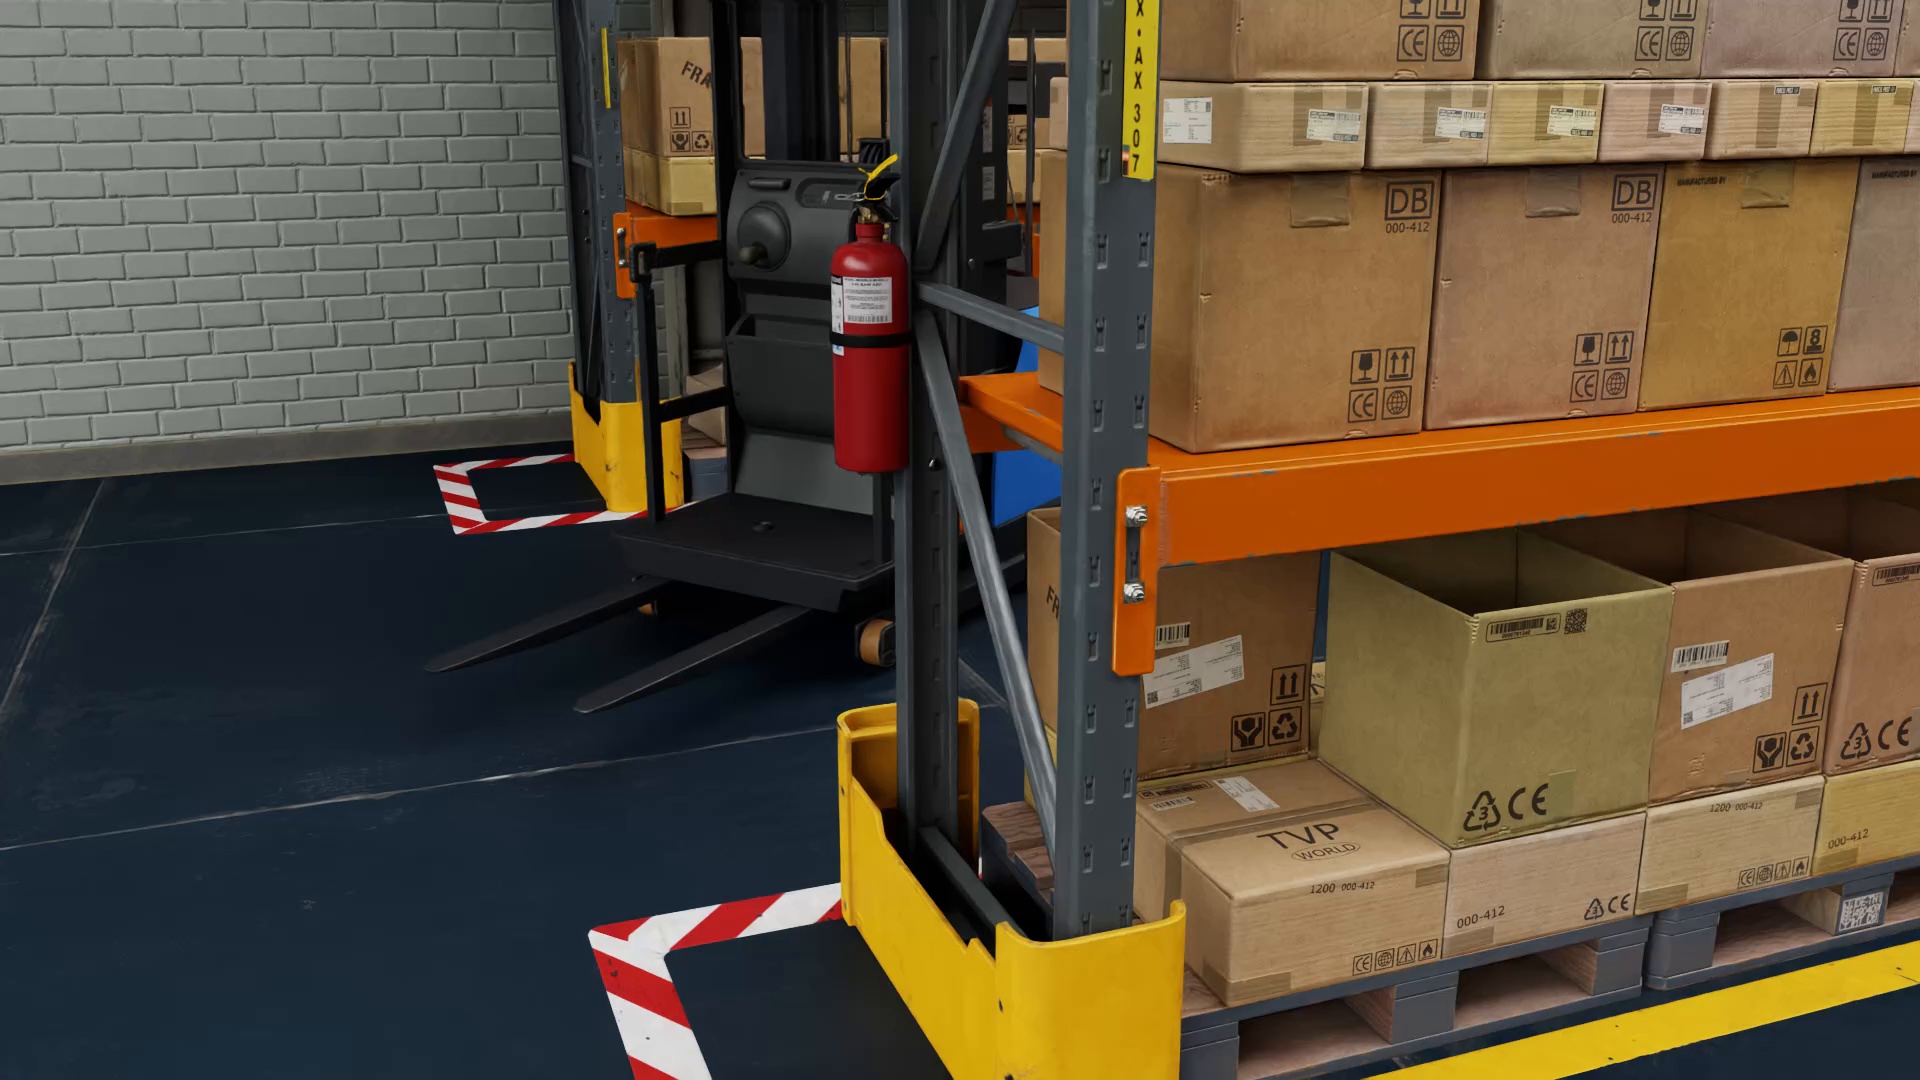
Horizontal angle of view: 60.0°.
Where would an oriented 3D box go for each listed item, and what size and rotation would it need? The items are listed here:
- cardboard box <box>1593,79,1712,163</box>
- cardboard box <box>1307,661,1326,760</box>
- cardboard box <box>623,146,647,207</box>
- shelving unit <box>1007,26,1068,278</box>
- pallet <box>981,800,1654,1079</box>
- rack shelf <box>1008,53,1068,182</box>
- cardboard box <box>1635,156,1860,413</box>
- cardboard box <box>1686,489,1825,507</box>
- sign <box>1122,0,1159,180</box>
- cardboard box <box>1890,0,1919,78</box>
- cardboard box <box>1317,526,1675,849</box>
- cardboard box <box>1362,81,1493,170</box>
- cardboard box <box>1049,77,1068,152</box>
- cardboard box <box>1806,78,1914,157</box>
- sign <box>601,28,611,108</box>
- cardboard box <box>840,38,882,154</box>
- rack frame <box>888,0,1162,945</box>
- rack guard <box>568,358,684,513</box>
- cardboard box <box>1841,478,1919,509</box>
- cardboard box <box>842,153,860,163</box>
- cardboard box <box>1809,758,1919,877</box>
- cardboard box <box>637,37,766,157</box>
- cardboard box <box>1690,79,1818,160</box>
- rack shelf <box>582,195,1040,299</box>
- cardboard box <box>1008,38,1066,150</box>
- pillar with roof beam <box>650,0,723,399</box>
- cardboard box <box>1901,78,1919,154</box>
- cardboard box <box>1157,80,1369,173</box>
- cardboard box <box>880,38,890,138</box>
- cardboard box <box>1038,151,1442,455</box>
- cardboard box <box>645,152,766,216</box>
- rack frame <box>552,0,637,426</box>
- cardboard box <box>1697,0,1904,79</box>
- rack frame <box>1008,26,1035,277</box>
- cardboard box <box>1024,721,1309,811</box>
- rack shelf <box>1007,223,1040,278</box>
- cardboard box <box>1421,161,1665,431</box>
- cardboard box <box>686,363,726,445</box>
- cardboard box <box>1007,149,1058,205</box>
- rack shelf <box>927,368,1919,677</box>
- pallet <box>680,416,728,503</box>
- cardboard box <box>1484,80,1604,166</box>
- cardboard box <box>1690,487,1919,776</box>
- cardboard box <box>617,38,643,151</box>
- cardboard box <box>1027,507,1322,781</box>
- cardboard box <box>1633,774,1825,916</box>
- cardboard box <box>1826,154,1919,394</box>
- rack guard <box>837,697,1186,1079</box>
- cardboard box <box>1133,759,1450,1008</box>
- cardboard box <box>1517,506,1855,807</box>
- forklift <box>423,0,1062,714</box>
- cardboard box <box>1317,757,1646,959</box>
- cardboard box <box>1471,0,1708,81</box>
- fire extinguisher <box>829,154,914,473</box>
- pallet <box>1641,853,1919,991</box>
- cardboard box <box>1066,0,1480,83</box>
[{"bbox_3d":[1.244,-0.836,3.294,0.250,0.149,0.380,-6,18,-21],"label":"cardboard box"},{"bbox_3d":[0.943,0.515,4.155,0.500,0.250,0.500,-6,17,-20],"label":"cardboard box"},{"bbox_3d":[-1.324,-1.756,7.985,0.500,0.250,0.500,-6,17,-19],"label":"cardboard box"},{"bbox_3d":[0.428,-1.169,7.351,0.503,2.100,0.431,-8,18,-25],"label":"shelving unit"},{"bbox_3d":[0.784,0.832,3.889,1.213,0.211,1.003,-6,17,-20],"label":"pallet"},{"bbox_3d":[0.428,-1.827,7.158,0.480,0.518,0.431,-8,18,-25],"label":"rack shelf"},{"bbox_3d":[1.480,-0.612,3.681,0.500,0.500,0.700,-6,17,-20],"label":"cardboard box"},{"bbox_3d":[1.875,0.053,4.396,0.500,0.500,0.500,-6,17,-20],"label":"cardboard box"},{"bbox_3d":[0.278,-0.724,2.563,0.005,0.325,0.100,-6,17,-20],"label":"sign"},{"bbox_3d":[2.002,-1.293,3.697,0.500,0.500,0.700,-6,17,-20],"label":"cardboard box"},{"bbox_3d":[1.132,0.294,3.577,0.500,0.500,0.500,-6,17,-20],"label":"cardboard box"},{"bbox_3d":[0.774,-0.787,3.125,0.250,0.149,0.380,-7,18,-22],"label":"cardboard box"},{"bbox_3d":[0.374,-0.865,3.392,0.250,0.149,0.380,-6,18,-21],"label":"cardboard box"},{"bbox_3d":[1.730,-0.890,3.476,0.250,0.149,0.380,-6,18,-21],"label":"cardboard box"},{"bbox_3d":[-1.497,-1.993,7.025,0.005,0.325,0.100,-6,17,-20],"label":"sign"},{"bbox_3d":[-0.673,-2.034,7.601,0.500,0.500,0.500,-6,17,-20],"label":"cardboard box"},{"bbox_3d":[0.085,-0.417,3.196,0.127,3.000,1.000,-6,17,-20],"label":"rack frame"},{"bbox_3d":[-1.620,-0.529,8.011,0.348,0.500,1.175,-6,17,-20],"label":"rack guard"},{"bbox_3d":[2.529,0.140,4.101,0.500,0.500,0.500,-6,17,-20],"label":"cardboard box"},{"bbox_3d":[-0.642,-1.680,7.725,0.500,0.250,0.500,-7,18,-22],"label":"cardboard box"},{"bbox_3d":[2.067,0.554,4.022,0.500,0.250,0.500,-6,17,-20],"label":"cardboard box"},{"bbox_3d":[-1.138,-1.987,7.440,0.500,0.500,0.500,-6,17,-20],"label":"cardboard box"},{"bbox_3d":[1.492,-0.864,3.388,0.250,0.149,0.380,-7,18,-22],"label":"cardboard box"},{"bbox_3d":[0.177,-1.577,8.421,4.000,0.370,1.077,-6,17,-20],"label":"rack shelf"},{"bbox_3d":[0.290,-2.140,7.961,0.500,0.500,0.500,-6,17,-18],"label":"cardboard box"},{"bbox_3d":[0.194,-3.764,3.946,0.400,9.000,9.100,-6,17,-20],"label":"pillar with roof beam"},{"bbox_3d":[1.964,-0.914,3.559,0.250,0.149,0.380,-6,17,-20],"label":"cardboard box"},{"bbox_3d":[0.528,-0.760,3.032,0.250,0.149,0.380,-6,18,-20],"label":"cardboard box"},{"bbox_3d":[-0.188,-2.084,7.773,0.500,0.500,0.500,-7,18,-22],"label":"cardboard box"},{"bbox_3d":[0.526,-0.509,3.331,0.500,0.500,0.700,-6,17,-20],"label":"cardboard box"},{"bbox_3d":[-1.122,-1.624,7.534,0.500,0.250,0.500,-7,18,-22],"label":"cardboard box"},{"bbox_3d":[-1.691,-1.720,7.633,0.127,3.000,1.000,-6,17,-20],"label":"rack frame"},{"bbox_3d":[1.535,-1.242,3.525,0.500,0.500,0.700,-6,17,-20],"label":"cardboard box"},{"bbox_3d":[0.209,-1.138,7.247,0.015,2.100,0.400,-8,18,-25],"label":"rack frame"},{"bbox_3d":[0.480,0.569,3.973,0.500,0.250,0.500,-6,17,-20],"label":"cardboard box"},{"bbox_3d":[0.428,-1.156,7.355,0.480,0.518,0.431,-8,18,-25],"label":"rack shelf"},{"bbox_3d":[1.014,-0.563,3.515,0.500,0.500,0.700,-6,17,-19],"label":"cardboard box"},{"bbox_3d":[-1.013,-0.687,8.107,0.500,0.311,0.500,-8,18,-26],"label":"cardboard box"},{"bbox_3d":[0.309,-1.780,8.066,0.500,0.250,0.500,-6,17,-20],"label":"cardboard box"},{"bbox_3d":[1.953,-0.274,3.984,4.000,0.370,1.077,-6,17,-20],"label":"rack shelf"},{"bbox_3d":[-0.849,-0.463,8.299,1.213,0.211,1.003,-6,17,-20],"label":"pallet"},{"bbox_3d":[1.007,-0.812,3.210,0.250,0.149,0.380,-6,17,-20],"label":"cardboard box"},{"bbox_3d":[2.067,0.195,3.916,0.500,0.500,0.500,-6,17,-20],"label":"cardboard box"},{"bbox_3d":[-1.327,-2.121,7.898,0.500,0.500,0.500,-6,18,-21],"label":"cardboard box"},{"bbox_3d":[0.479,0.208,3.869,0.500,0.500,0.500,-6,17,-20],"label":"cardboard box"},{"bbox_3d":[1.598,0.603,3.855,0.500,0.250,0.500,-6,17,-20],"label":"cardboard box"},{"bbox_3d":[1.970,-0.666,3.865,0.500,0.500,0.700,-6,17,-18],"label":"cardboard box"},{"bbox_3d":[0.063,0.784,3.540,0.348,0.500,1.175,-6,17,-20],"label":"rack guard"},{"bbox_3d":[0.665,0.705,3.509,0.500,0.250,0.500,-6,17,-20],"label":"cardboard box"},{"bbox_3d":[1.594,0.240,3.760,0.500,0.500,0.500,-6,17,-20],"label":"cardboard box"},{"bbox_3d":[-0.544,-1.122,5.717,1.130,2.935,3.031,10,19,30],"label":"forklift"},{"bbox_3d":[1.131,0.653,3.684,0.500,0.250,0.500,-6,17,-20],"label":"cardboard box"},{"bbox_3d":[1.064,-1.191,3.351,0.500,0.500,0.700,-7,18,-22],"label":"cardboard box"},{"bbox_3d":[-0.192,-0.491,3.582,0.183,0.674,0.296,-6,17,-20],"label":"fire extinguisher"},{"bbox_3d":[1.922,0.710,4.304,1.213,0.211,1.003,-6,17,-20],"label":"pallet"},{"bbox_3d":[0.575,-1.137,3.166,0.500,0.500,0.700,-6,17,-20],"label":"cardboard box"}]
